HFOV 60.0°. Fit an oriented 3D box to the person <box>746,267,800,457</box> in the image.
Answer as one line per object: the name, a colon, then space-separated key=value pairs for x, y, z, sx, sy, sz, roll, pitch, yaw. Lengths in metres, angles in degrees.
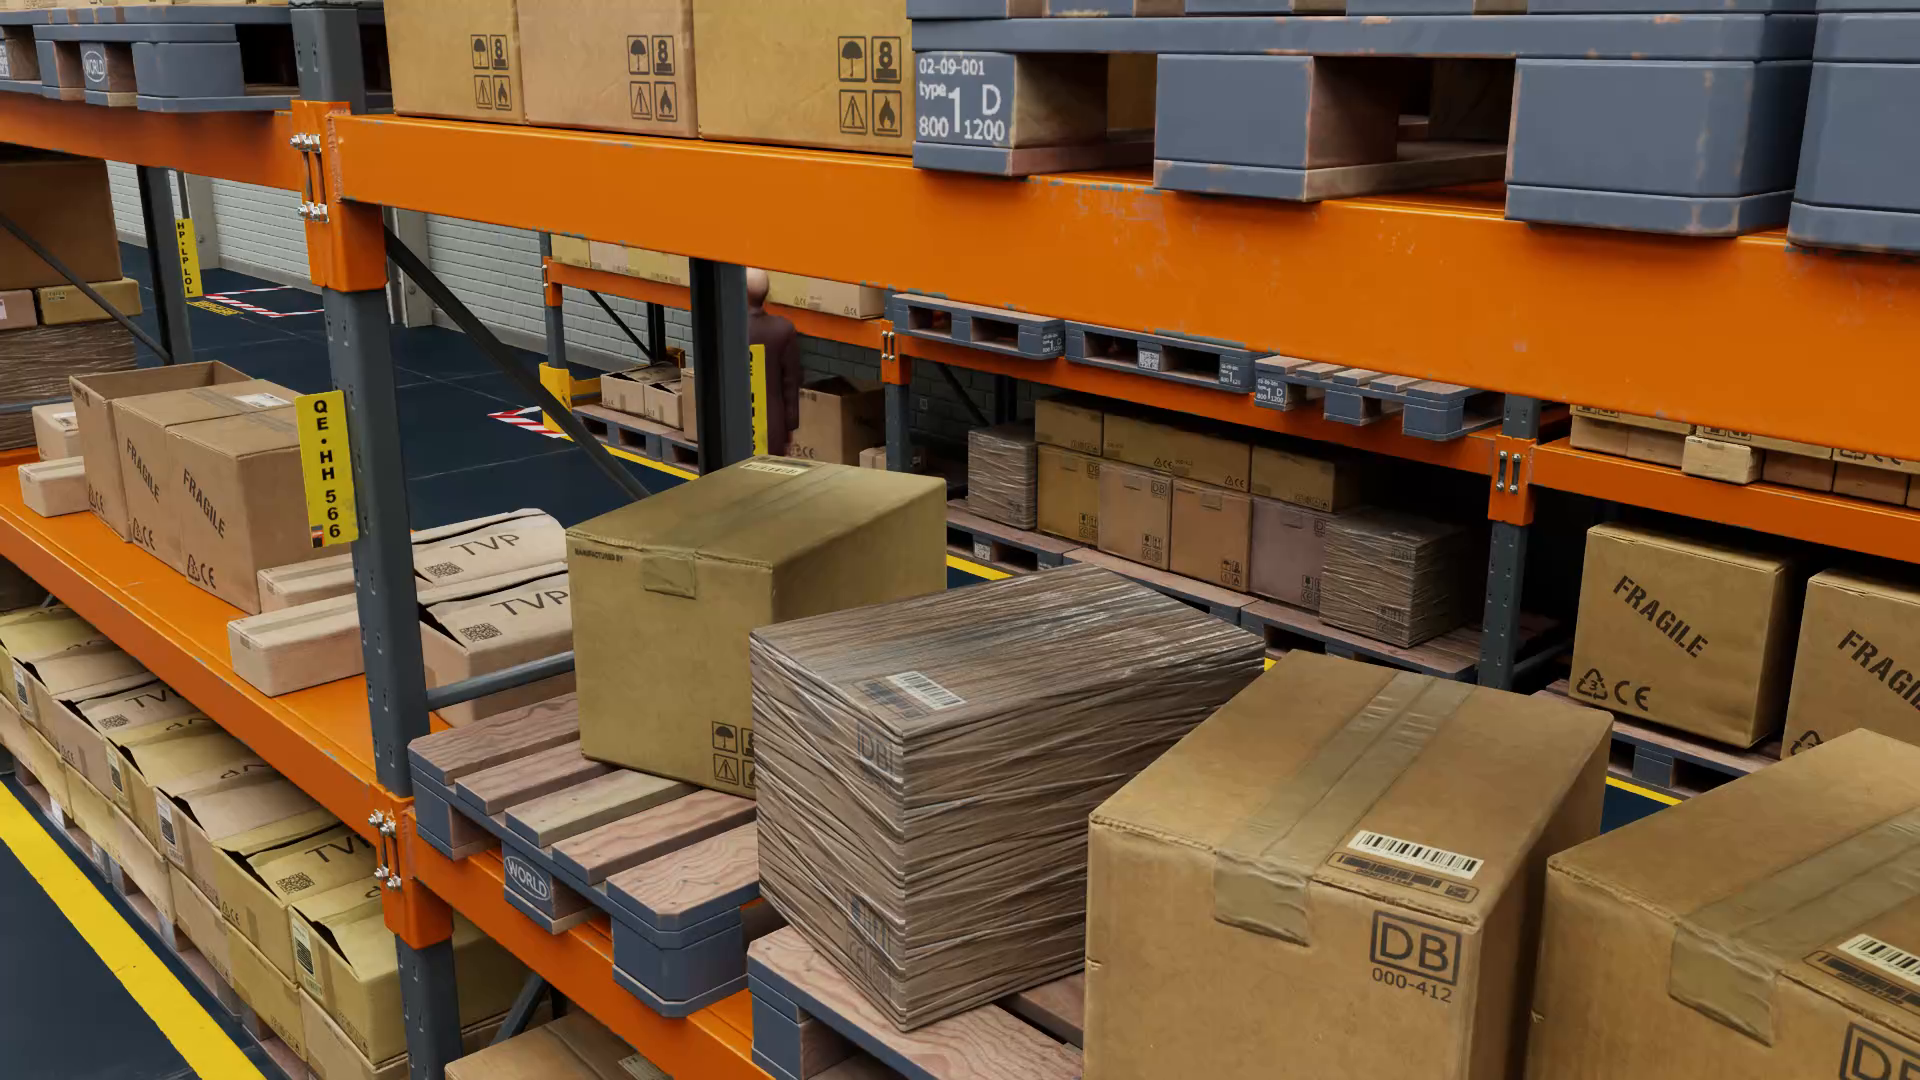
person: x=-1.111 y=-0.579 z=8.883 sx=0.585 sy=1.763 sz=0.693 roll=-13 pitch=21 yaw=-37
